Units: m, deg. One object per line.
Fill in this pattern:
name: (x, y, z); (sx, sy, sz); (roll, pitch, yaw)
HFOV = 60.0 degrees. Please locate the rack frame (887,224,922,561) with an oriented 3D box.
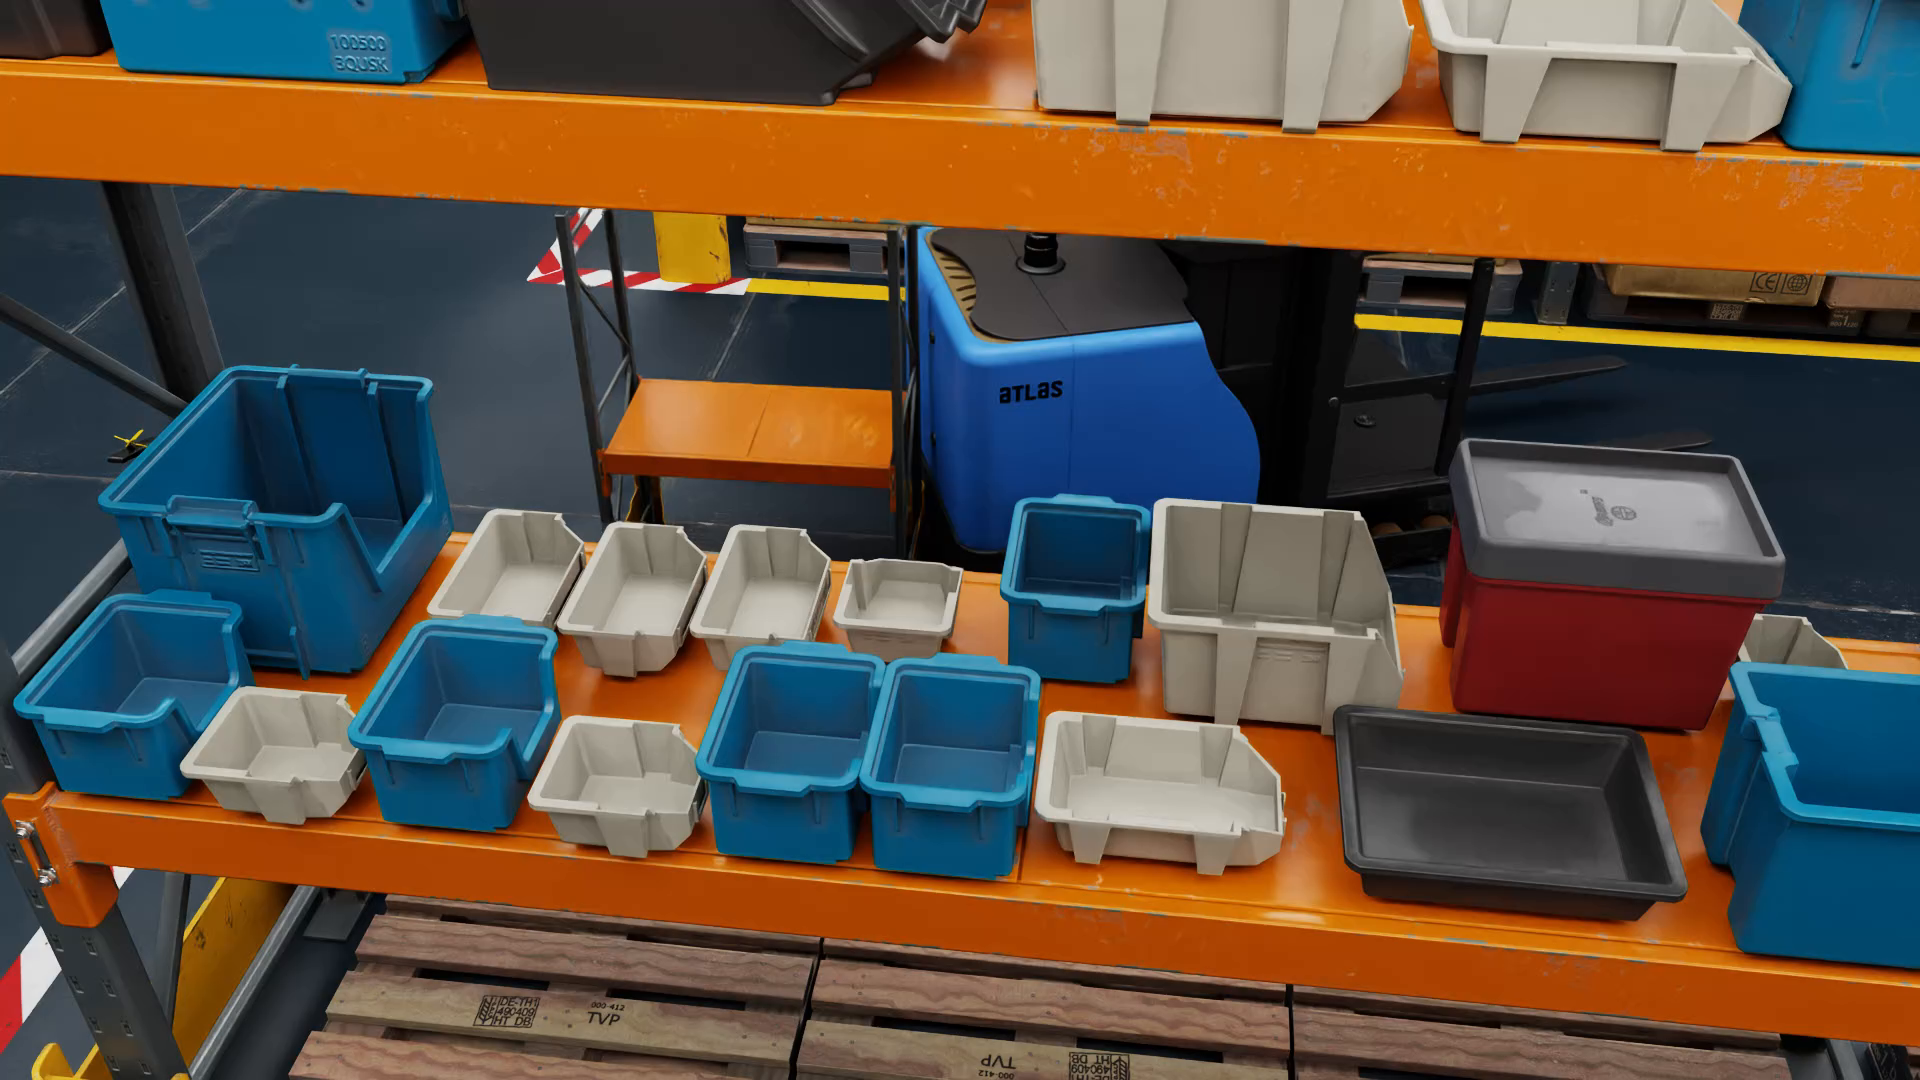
rack frame: (-0.179, -0.459, 5.601); (0.032, 1.500, 0.500); (3, 36, 5)

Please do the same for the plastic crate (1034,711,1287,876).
plastic crate: (0.382, 0.490, 3.157); (0.466, 0.136, 0.293); (4, 36, 6)

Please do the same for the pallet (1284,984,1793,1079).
pallet: (1.414, 1.465, 4.015); (1.213, 0.211, 1.003); (4, 36, 6)

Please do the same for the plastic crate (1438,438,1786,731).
plastic crate: (1.294, 0.101, 3.419); (0.583, 0.464, 0.402); (4, 36, 6)

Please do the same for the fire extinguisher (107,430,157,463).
fire extinguisher: (-1.911, -0.023, 4.088); (0.183, 0.674, 0.296); (4, 36, 6)

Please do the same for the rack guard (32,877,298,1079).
rack guard: (-1.845, 1.089, 4.293); (0.348, 0.500, 1.175); (4, 36, 6)

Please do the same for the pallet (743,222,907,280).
pallet: (-0.386, -1.638, 8.364); (1.213, 0.211, 1.003); (4, 36, 6)

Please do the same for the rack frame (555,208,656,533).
rack frame: (-1.191, -0.516, 5.682); (0.032, 1.500, 0.500); (3, 36, 5)

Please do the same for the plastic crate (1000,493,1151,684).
plastic crate: (0.250, 0.114, 3.600); (0.300, 0.233, 0.416); (4, 36, 6)

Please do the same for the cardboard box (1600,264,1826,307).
cardboard box: (3.416, -1.762, 7.604); (0.875, 0.875, 1.225); (4, 36, 6)

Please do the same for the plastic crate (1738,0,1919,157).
plastic crate: (1.204, -0.674, 2.174); (0.300, 0.233, 0.416); (4, 36, 6)

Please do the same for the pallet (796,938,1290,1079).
pallet: (0.200, 1.376, 4.140); (1.213, 0.211, 1.003); (4, 36, 6)

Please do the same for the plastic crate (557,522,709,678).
plastic crate: (-0.702, 0.135, 3.654); (0.243, 0.136, 0.396); (4, 36, 6)

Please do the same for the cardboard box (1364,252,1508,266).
cardboard box: (2.134, -1.893, 7.787); (0.875, 0.875, 0.875); (4, 36, 6)

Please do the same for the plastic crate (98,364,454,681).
plastic crate: (-1.464, -0.055, 3.663); (0.499, 0.435, 0.616); (4, 36, 6)

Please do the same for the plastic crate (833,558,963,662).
plastic crate: (-0.127, 0.153, 3.629); (0.250, 0.136, 0.298); (4, 36, 6)

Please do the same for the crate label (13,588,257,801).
crate label: (-1.617, 0.318, 3.315); (0.303, 0.233, 0.416); (4, 36, 6)

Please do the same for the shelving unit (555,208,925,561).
shelving unit: (-0.694, -0.488, 5.642); (1.083, 1.500, 0.587); (3, 36, 5)

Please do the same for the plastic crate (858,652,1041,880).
plastic crate: (-0.013, 0.438, 3.147); (0.300, 0.233, 0.416); (4, 36, 6)

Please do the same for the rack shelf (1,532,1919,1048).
rack shelf: (0.164, 0.507, 3.577); (4.000, 0.370, 1.077); (4, 36, 6)

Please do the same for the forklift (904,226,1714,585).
forklift: (1.359, -1.381, 5.662); (3.031, 2.935, 1.130); (-8, 36, -11)

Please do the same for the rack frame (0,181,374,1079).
rack frame: (-1.820, 0.066, 3.575); (0.127, 3.000, 1.000); (4, 36, 6)

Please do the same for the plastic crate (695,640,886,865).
plastic crate: (-0.311, 0.415, 3.178); (0.300, 0.233, 0.416); (4, 36, 6)

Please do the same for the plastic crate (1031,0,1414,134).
plastic crate: (0.339, -0.765, 2.259); (0.530, 0.282, 0.437); (4, 36, 6)

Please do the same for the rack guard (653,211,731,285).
rack guard: (-1.212, -1.772, 8.302); (0.348, 0.500, 1.175); (4, 36, 6)

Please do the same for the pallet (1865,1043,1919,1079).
pallet: (2.908, 1.578, 3.857); (1.213, 0.211, 1.003); (4, 36, 6)

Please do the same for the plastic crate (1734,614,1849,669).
plastic crate: (1.704, 0.328, 3.383); (0.243, 0.136, 0.396); (4, 36, 6)

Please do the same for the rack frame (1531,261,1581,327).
rack frame: (2.779, -2.492, 7.159); (0.127, 3.000, 1.000); (4, 36, 6)

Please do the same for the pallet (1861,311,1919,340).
pallet: (4.767, -1.254, 7.825); (1.213, 0.211, 1.003); (4, 36, 6)

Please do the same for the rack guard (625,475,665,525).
rack guard: (-1.190, -0.007, 6.045); (0.087, 0.250, 0.587); (3, 36, 5)

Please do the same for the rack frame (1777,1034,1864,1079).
rack frame: (2.148, 0.362, 3.160); (0.127, 3.000, 1.000); (4, 36, 6)

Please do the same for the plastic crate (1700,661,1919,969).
plastic crate: (1.641, 0.506, 2.921); (0.575, 0.384, 0.392); (4, 36, 6)

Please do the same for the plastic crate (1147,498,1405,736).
plastic crate: (0.657, 0.167, 3.484); (0.530, 0.282, 0.437); (4, 36, 6)

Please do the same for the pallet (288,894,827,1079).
pallet: (-1.006, 1.285, 4.268); (1.213, 0.211, 1.003); (4, 36, 6)

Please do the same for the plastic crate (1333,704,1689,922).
plastic crate: (1.003, 0.522, 3.122); (0.590, 0.125, 0.437); (4, 36, 6)

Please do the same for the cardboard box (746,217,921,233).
cardboard box: (-0.544, -2.092, 8.067); (0.875, 0.875, 0.875); (4, 36, 6)

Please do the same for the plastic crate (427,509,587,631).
plastic crate: (-0.988, 0.105, 3.696); (0.243, 0.136, 0.396); (4, 36, 6)

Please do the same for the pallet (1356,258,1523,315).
pallet: (2.034, -1.458, 8.111); (1.213, 0.211, 1.003); (4, 36, 6)

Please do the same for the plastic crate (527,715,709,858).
plastic crate: (-0.636, 0.479, 3.172); (0.298, 0.136, 0.250); (4, 36, 6)

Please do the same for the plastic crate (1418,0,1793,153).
plastic crate: (0.838, -0.626, 2.190); (0.466, 0.136, 0.293); (4, 36, 6)

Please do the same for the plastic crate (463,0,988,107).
plastic crate: (-0.339, -0.858, 2.341); (0.767, 0.338, 0.504); (4, 36, 6)

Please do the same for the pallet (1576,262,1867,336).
pallet: (3.554, -1.343, 7.950); (1.213, 0.211, 1.003); (4, 36, 6)

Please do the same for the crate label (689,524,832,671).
crate label: (-0.423, 0.142, 3.645); (0.243, 0.136, 0.396); (4, 36, 6)

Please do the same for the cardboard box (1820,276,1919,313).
cardboard box: (4.302, -1.696, 7.512); (0.875, 0.875, 1.225); (3, 36, 4)

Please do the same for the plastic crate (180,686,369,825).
plastic crate: (-1.309, 0.429, 3.243); (0.298, 0.136, 0.250); (4, 36, 6)

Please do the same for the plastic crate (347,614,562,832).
plastic crate: (-0.964, 0.367, 3.247); (0.300, 0.233, 0.416); (4, 36, 6)

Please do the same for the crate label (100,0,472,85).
crate label: (-0.946, -0.840, 2.390); (0.502, 0.251, 0.408); (4, 36, 6)

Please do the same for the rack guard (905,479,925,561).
rack guard: (-0.199, 0.049, 5.966); (0.087, 0.250, 0.587); (3, 36, 5)

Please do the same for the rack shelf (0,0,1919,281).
rack shelf: (0.164, -0.714, 2.705); (4.000, 0.370, 1.077); (4, 36, 6)

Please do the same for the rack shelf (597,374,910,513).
rack shelf: (-0.685, -0.341, 5.746); (1.000, 0.185, 0.538); (3, 36, 5)

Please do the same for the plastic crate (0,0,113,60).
plastic crate: (-1.473, -0.912, 2.477); (0.590, 0.269, 0.497); (4, 36, 6)
